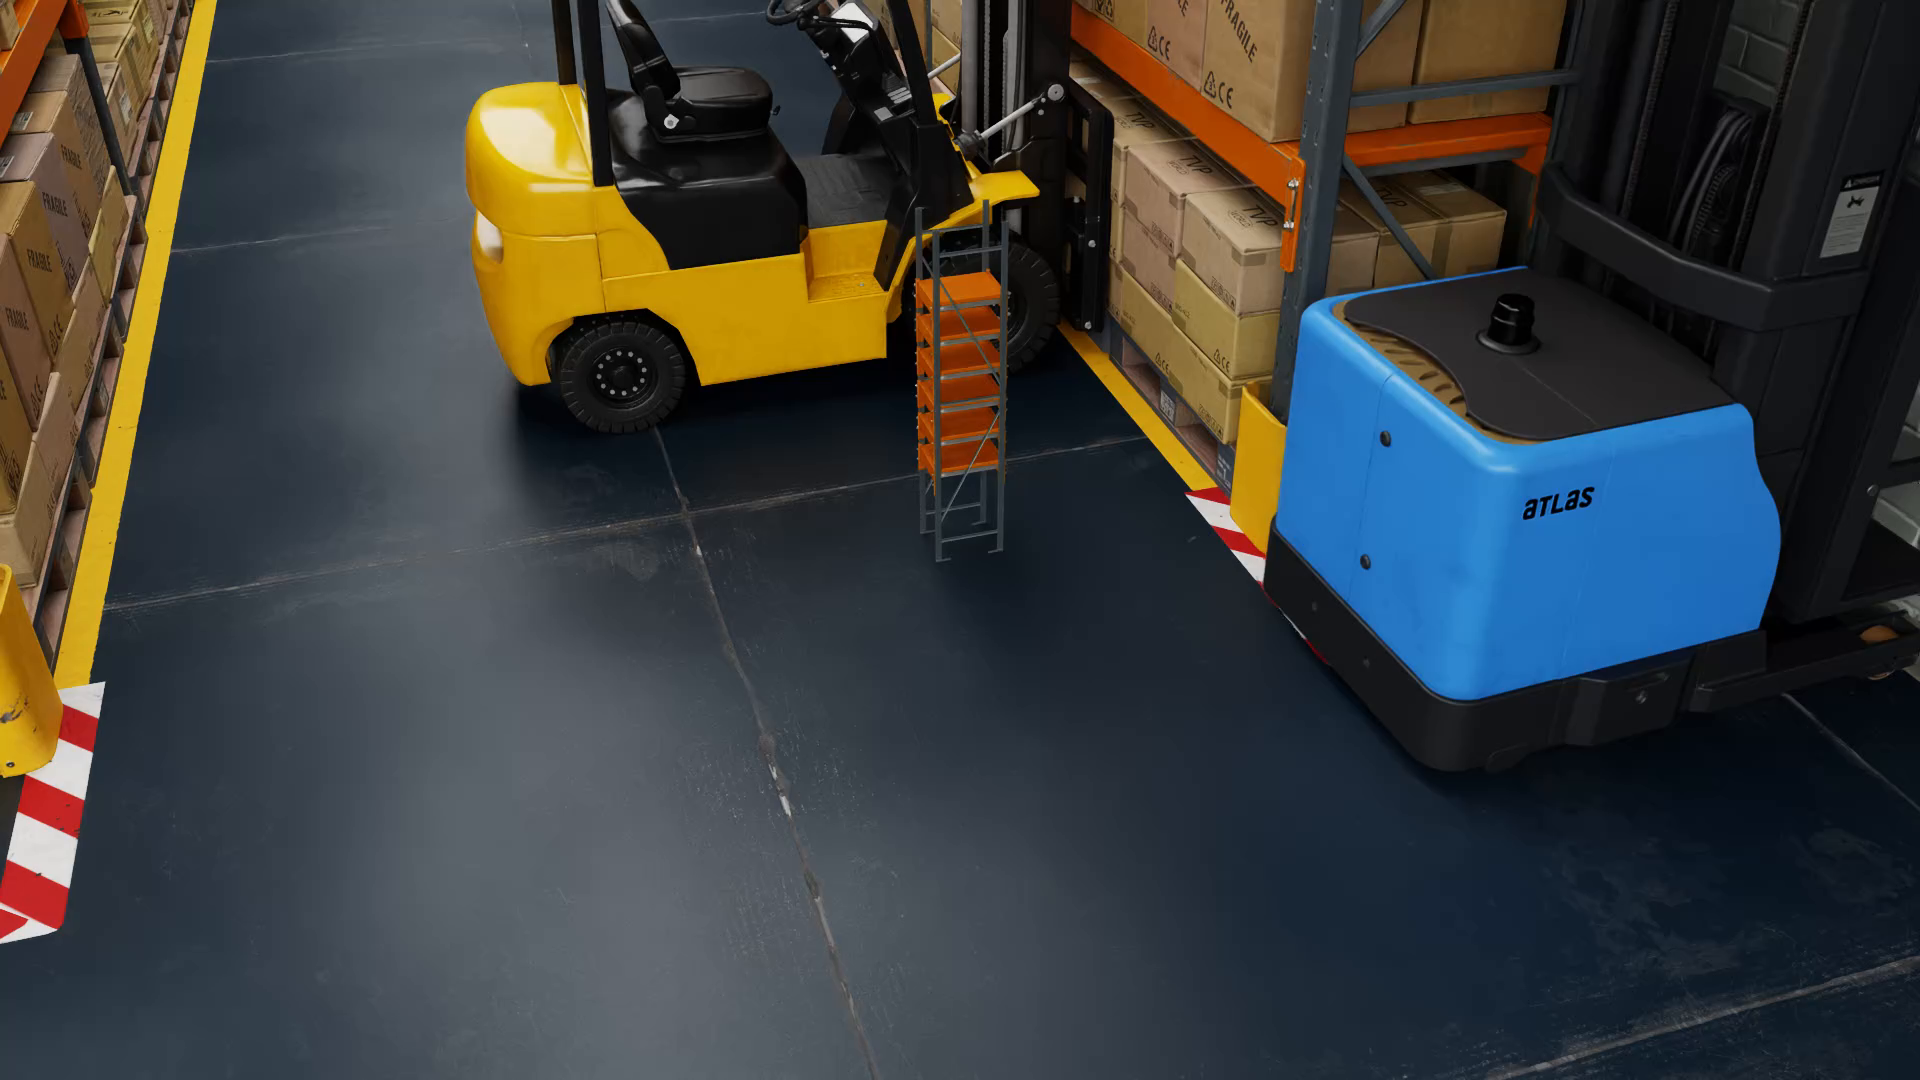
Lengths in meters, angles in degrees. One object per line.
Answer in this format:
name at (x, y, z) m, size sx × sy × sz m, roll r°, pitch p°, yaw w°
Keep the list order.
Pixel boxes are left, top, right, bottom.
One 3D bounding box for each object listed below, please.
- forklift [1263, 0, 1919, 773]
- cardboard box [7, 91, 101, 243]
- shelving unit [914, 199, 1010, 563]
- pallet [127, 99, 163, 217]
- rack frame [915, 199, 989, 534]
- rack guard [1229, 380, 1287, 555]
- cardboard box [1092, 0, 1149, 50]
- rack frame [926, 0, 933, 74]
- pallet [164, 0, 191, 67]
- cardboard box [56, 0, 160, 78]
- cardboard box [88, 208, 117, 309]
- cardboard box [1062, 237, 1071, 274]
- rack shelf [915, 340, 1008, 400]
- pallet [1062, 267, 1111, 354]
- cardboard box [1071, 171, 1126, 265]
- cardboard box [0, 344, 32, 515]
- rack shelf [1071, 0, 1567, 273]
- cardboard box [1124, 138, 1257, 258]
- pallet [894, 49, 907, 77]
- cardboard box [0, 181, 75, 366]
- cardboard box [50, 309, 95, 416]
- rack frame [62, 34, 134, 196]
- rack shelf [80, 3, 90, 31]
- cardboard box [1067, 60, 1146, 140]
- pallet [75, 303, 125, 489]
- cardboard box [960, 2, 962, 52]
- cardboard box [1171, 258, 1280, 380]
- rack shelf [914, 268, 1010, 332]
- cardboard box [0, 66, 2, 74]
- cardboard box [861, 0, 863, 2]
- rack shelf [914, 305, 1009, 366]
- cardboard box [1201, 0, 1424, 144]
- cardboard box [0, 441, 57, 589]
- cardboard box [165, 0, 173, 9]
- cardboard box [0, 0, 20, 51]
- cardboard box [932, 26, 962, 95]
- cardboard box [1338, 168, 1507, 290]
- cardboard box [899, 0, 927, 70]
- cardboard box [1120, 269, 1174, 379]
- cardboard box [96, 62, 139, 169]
forklift at (2.555, -1.056, 4.690) m, size 3.031 × 2.935 × 1.130 m, roll -11°, pitch 35°, yaw -17°
cardboard box at (-3.814, -1.458, 6.669) m, size 0.500 × 0.500 × 0.500 m, roll -9°, pitch 35°, yaw -14°
shelving unit at (0.004, -0.493, 5.408) m, size 0.258 × 1.200 × 0.189 m, roll -10°, pitch 35°, yaw -15°
pallet at (-4.646, -1.895, 8.426) m, size 1.003 × 0.211 × 1.213 m, roll -10°, pitch 35°, yaw -15°
rack frame at (-0.023, -0.541, 5.480) m, size 0.240 × 1.200 × 0.006 m, roll -10°, pitch 35°, yaw -15°
rack guard at (1.547, -0.331, 5.797) m, size 1.175 × 0.500 × 0.348 m, roll -10°, pitch 35°, yaw -15°
cardboard box at (0.833, -2.185, 6.245) m, size 0.500 × 0.500 × 0.500 m, roll -11°, pitch 35°, yaw -16°
rack frame at (0.319, -3.486, 8.305) m, size 1.000 × 3.000 × 0.127 m, roll -10°, pitch 35°, yaw -15°
pallet at (-5.390, -3.176, 10.364) m, size 1.003 × 0.211 × 1.213 m, roll -10°, pitch 35°, yaw -15°
cardboard box at (-5.005, -2.745, 9.186) m, size 0.950 × 0.372 × 0.625 m, roll -9°, pitch 34°, yaw -13°
cardboard box at (-3.798, -1.134, 6.859) m, size 0.500 × 0.250 × 0.500 m, roll -11°, pitch 35°, yaw -16°
cardboard box at (0.629, -1.403, 7.266) m, size 0.500 × 0.250 × 0.500 m, roll -9°, pitch 34°, yaw -13°
rack shelf at (0.004, -0.556, 5.366) m, size 0.258 × 0.103 × 0.180 m, roll -10°, pitch 35°, yaw -15°
pallet at (0.898, -1.257, 7.460) m, size 1.003 × 0.211 × 1.213 m, roll -10°, pitch 35°, yaw -15°
cardboard box at (0.773, -1.358, 6.744) m, size 0.500 × 0.250 × 0.500 m, roll -11°, pitch 35°, yaw -16°
cardboard box at (-3.177, -0.373, 5.026) m, size 0.500 × 0.500 × 0.500 m, roll -11°, pitch 35°, yaw -16°
rack shelf at (0.929, -2.136, 6.914) m, size 1.077 × 0.370 × 4.000 m, roll -10°, pitch 35°, yaw -15°
cardboard box at (0.940, -1.288, 6.184) m, size 0.500 × 0.250 × 0.500 m, roll -9°, pitch 35°, yaw -14°
pallet at (0.057, -2.703, 9.649) m, size 1.003 × 0.211 × 1.213 m, roll -10°, pitch 35°, yaw -15°
cardboard box at (-3.486, -0.911, 5.841) m, size 0.500 × 0.500 × 0.500 m, roll -9°, pitch 35°, yaw -14°
cardboard box at (-3.496, -0.601, 6.052) m, size 0.500 × 0.250 × 0.500 m, roll -8°, pitch 34°, yaw -12°
rack frame at (-4.407, -2.649, 7.039) m, size 1.000 × 3.000 × 0.127 m, roll -10°, pitch 35°, yaw -15°
rack shelf at (-5.017, -3.399, 8.826) m, size 1.077 × 0.370 × 4.000 m, roll -10°, pitch 35°, yaw -15°
cardboard box at (0.630, -1.818, 6.987) m, size 0.500 × 0.250 × 0.500 m, roll -11°, pitch 35°, yaw -16°
pallet at (-3.792, -0.498, 6.312) m, size 1.003 × 0.211 × 1.213 m, roll -10°, pitch 35°, yaw -15°
cardboard box at (0.314, -2.354, 7.798) m, size 0.500 × 0.250 × 0.500 m, roll -10°, pitch 35°, yaw -15°
cardboard box at (1.093, -0.826, 5.938) m, size 0.500 × 0.250 × 0.500 m, roll -10°, pitch 35°, yaw -15°
rack shelf at (0.004, -0.756, 5.234) m, size 0.258 × 0.103 × 0.180 m, roll -10°, pitch 35°, yaw -15°
cardboard box at (-3.543, -1.626, 5.718) m, size 0.380 × 0.149 × 0.250 m, roll -10°, pitch 35°, yaw -14°
cardboard box at (-0.311, -3.746, 10.471) m, size 0.875 × 0.625 × 0.625 m, roll -11°, pitch 35°, yaw -17°
rack shelf at (0.004, -0.656, 5.300) m, size 0.258 × 0.103 × 0.180 m, roll -10°, pitch 35°, yaw -15°
cardboard box at (1.139, -1.642, 5.423) m, size 0.500 × 0.500 × 0.500 m, roll -11°, pitch 35°, yaw -16°
cardboard box at (-3.169, -0.047, 5.214) m, size 0.500 × 0.250 × 0.500 m, roll -10°, pitch 35°, yaw -15°
cardboard box at (-5.464, -3.530, 10.374) m, size 0.950 × 0.372 × 0.625 m, roll -12°, pitch 35°, yaw -18°
cardboard box at (-3.705, -1.894, 6.124) m, size 0.380 × 0.149 × 0.250 m, roll -11°, pitch 35°, yaw -15°
cardboard box at (0.173, -2.417, 8.346) m, size 0.500 × 0.250 × 0.500 m, roll -10°, pitch 35°, yaw -15°
cardboard box at (1.573, -1.115, 5.923) m, size 0.500 × 0.250 × 0.500 m, roll -11°, pitch 35°, yaw -15°
cardboard box at (0.149, -2.943, 9.256) m, size 0.875 × 0.625 × 0.625 m, roll -8°, pitch 34°, yaw -13°
cardboard box at (0.952, -0.870, 6.459) m, size 0.500 × 0.250 × 0.500 m, roll -10°, pitch 35°, yaw -15°
cardboard box at (-4.569, -2.003, 8.063) m, size 0.950 × 0.372 × 0.625 m, roll -10°, pitch 35°, yaw -14°
